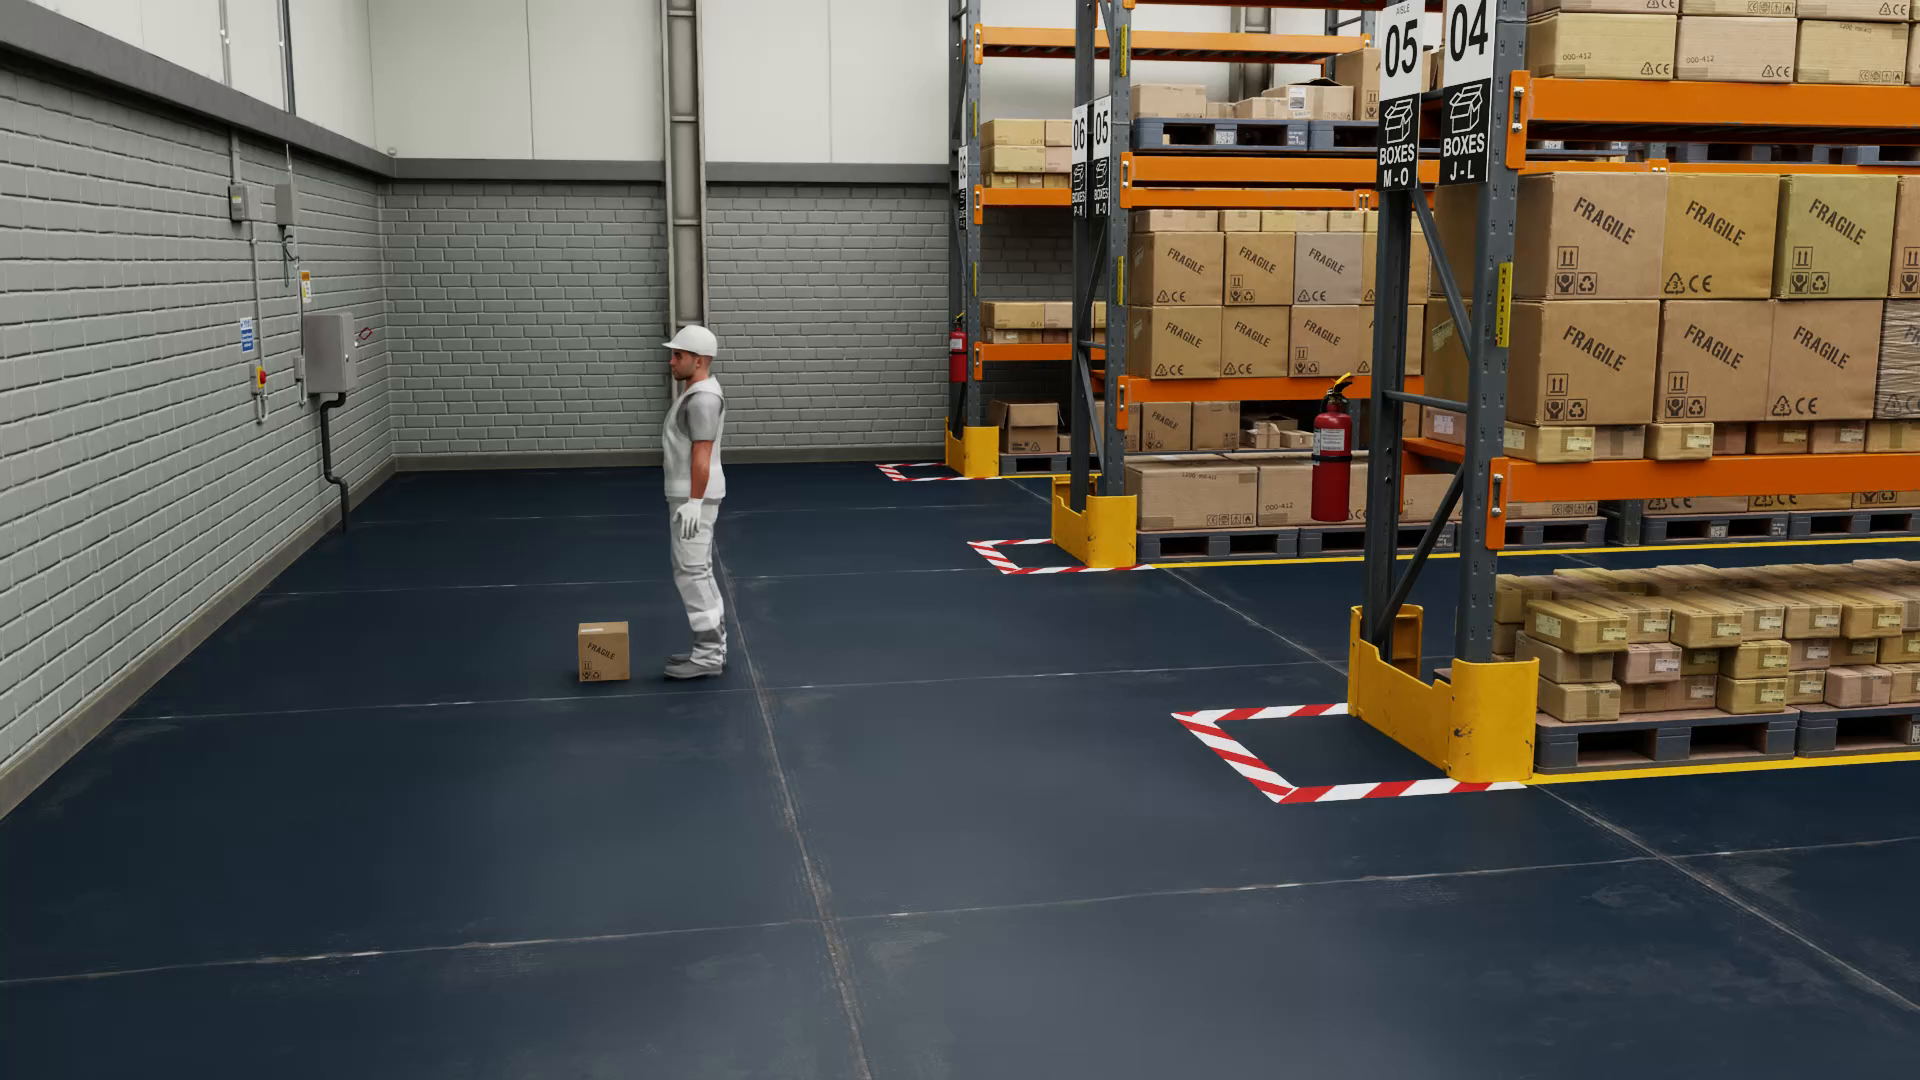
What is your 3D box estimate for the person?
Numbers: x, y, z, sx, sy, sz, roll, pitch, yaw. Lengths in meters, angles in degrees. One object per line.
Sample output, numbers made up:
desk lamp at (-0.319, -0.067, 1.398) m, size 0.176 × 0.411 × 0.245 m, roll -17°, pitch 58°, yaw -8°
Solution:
person at (-1.364, -0.198, 8.494) m, size 0.352 × 1.786 × 0.524 m, roll -2°, pitch 10°, yaw -10°
